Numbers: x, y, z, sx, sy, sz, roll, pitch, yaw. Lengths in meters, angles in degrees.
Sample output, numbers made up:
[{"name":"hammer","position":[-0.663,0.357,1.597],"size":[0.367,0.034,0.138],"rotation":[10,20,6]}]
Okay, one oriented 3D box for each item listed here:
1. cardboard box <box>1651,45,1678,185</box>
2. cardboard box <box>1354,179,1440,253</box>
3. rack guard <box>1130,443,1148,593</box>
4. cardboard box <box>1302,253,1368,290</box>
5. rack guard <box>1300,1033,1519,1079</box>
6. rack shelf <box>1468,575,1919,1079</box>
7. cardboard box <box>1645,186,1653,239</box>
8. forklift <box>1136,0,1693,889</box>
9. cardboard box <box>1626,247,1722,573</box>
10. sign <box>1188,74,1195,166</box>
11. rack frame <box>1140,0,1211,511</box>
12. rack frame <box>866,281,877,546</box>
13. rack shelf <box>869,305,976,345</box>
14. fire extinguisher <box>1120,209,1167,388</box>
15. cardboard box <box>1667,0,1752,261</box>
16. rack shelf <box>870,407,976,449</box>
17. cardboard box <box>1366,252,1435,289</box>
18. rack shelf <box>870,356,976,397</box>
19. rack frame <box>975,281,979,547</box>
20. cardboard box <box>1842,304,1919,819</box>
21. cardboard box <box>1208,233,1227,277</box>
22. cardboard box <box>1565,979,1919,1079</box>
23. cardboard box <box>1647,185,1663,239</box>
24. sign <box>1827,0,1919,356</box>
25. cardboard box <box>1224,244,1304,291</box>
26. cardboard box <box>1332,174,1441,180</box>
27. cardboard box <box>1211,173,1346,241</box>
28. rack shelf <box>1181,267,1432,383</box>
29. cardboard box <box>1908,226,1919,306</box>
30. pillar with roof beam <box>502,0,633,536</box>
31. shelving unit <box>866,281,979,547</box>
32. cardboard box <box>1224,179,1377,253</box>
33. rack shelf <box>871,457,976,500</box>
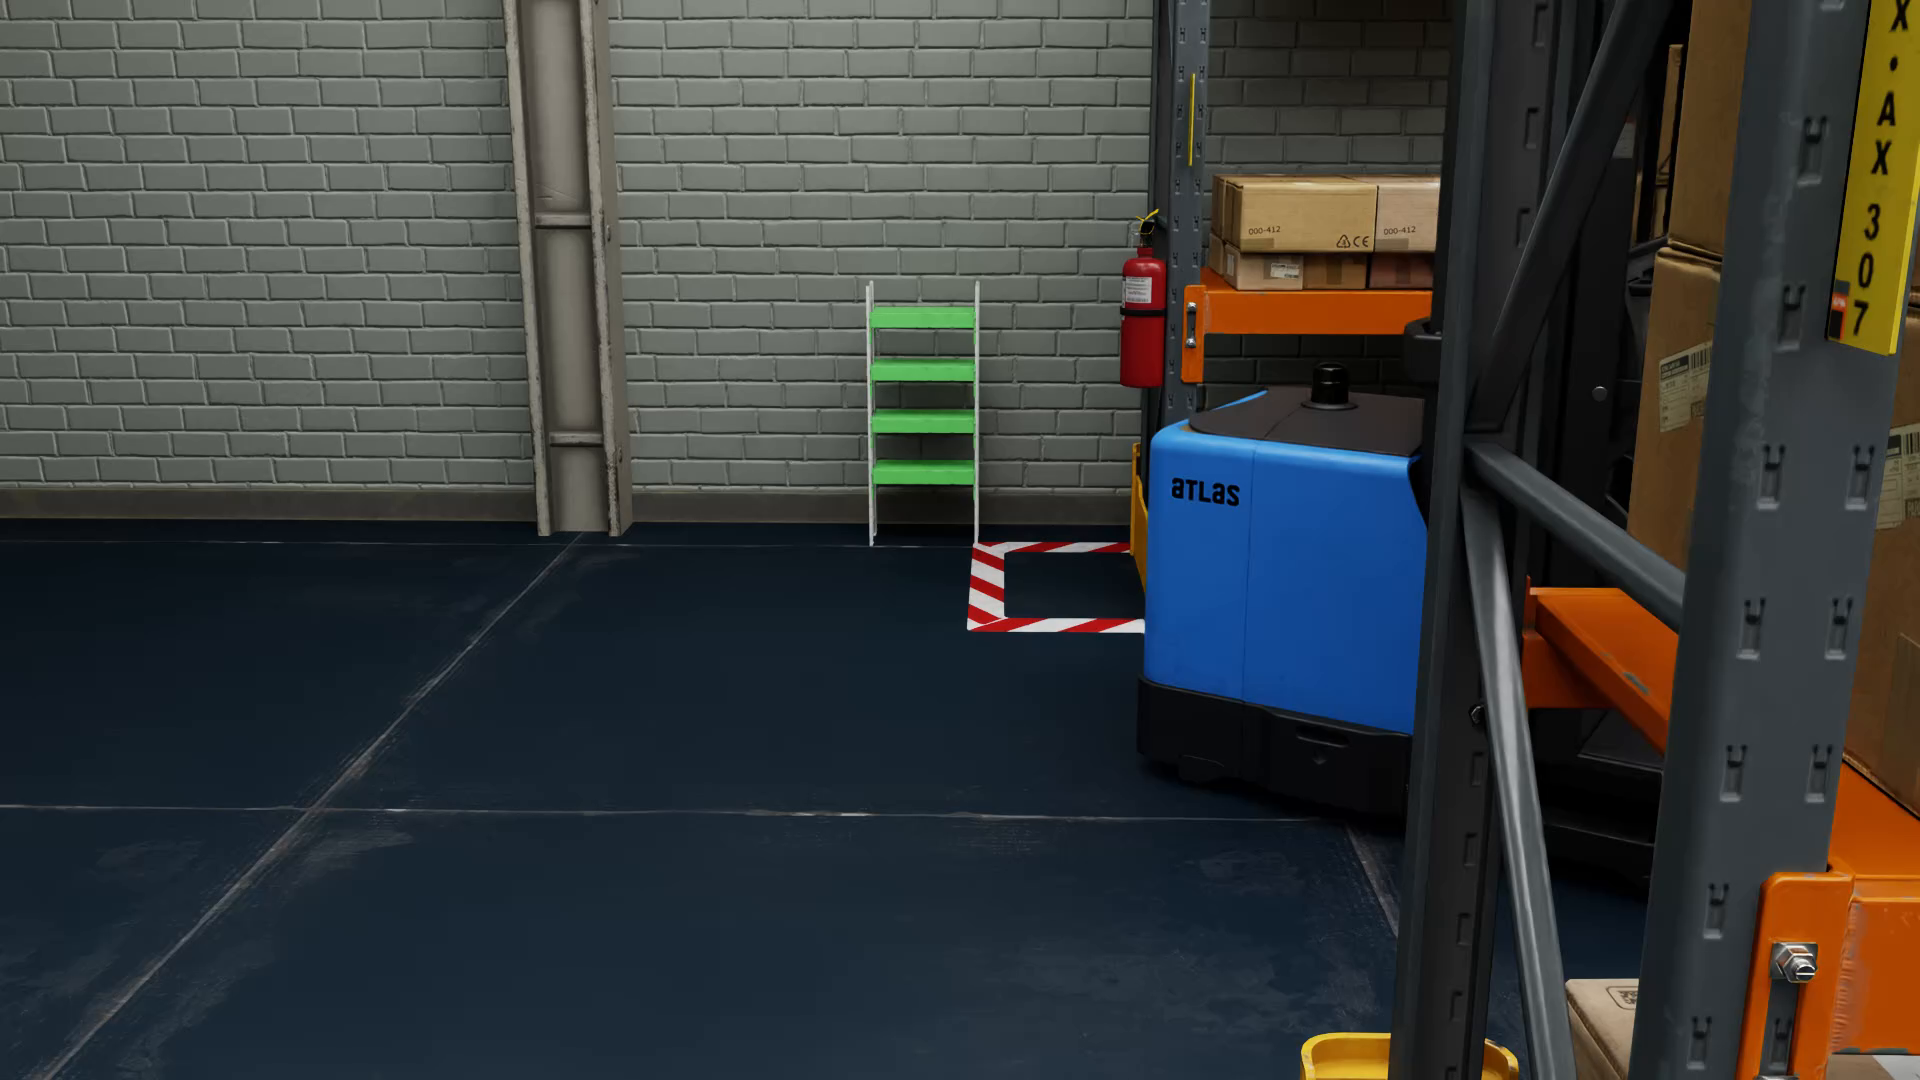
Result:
[{"name":"cardboard box","position":[2.809,-1.614,6.320],"size":[0.500,0.500,0.500],"rotation":[1,15,3]},{"name":"cardboard box","position":[1.813,-1.258,6.440],"size":[0.500,0.250,0.500],"rotation":[1,15,2]},{"name":"rack guard","position":[0.938,-0.053,7.059],"size":[0.348,0.500,1.175],"rotation":[0,15,1]},{"name":"cardboard box","position":[1.439,-1.078,6.540],"size":[0.250,0.149,0.380],"rotation":[1,15,3]},{"name":"rack guard","position":[0.715,1.213,2.264],"size":[0.348,0.500,1.175],"rotation":[0,15,1]},{"name":"rack shelf","position":[2.739,0.365,1.987],"size":[4.000,0.370,1.077],"rotation":[0,15,1]},{"name":"cardboard box","position":[2.320,-1.256,6.430],"size":[0.500,0.250,0.500],"rotation":[0,15,0]},{"name":"forklift","position":[2.061,-0.601,4.372],"size":[3.031,2.935,1.130],"rotation":[9,17,31]},{"name":"cardboard box","position":[1.228,-0.109,2.176],"size":[0.500,0.500,0.500],"rotation":[0,15,2]},{"name":"sign","position":[0.849,-1.542,6.107],"size":[0.005,0.325,0.100],"rotation":[0,15,1]},{"name":"rack frame","position":[0.862,-1.262,6.742],"size":[0.127,3.000,1.000],"rotation":[0,15,1]},{"name":"rack frame","position":[-0.410,-0.583,7.697],"size":[0.015,1.200,0.240],"rotation":[0,15,1]},{"name":"rack shelf","position":[-0.166,-0.984,7.585],"size":[0.480,0.148,0.258],"rotation":[0,15,1]},{"name":"fire extinguisher","position":[0.703,-0.927,6.357],"size":[0.183,0.674,0.296],"rotation":[0,15,1]},{"name":"cardboard box","position":[1.227,-0.585,2.022],"size":[0.500,0.500,0.500],"rotation":[1,15,3]},{"name":"rack shelf","position":[-0.166,-0.519,7.707],"size":[0.480,0.148,0.258],"rotation":[0,15,1]},{"name":"cardboard box","position":[1.703,-1.085,6.567],"size":[0.250,0.149,0.380],"rotation":[0,15,1]},{"name":"rack shelf","position":[-0.166,-0.752,7.646],"size":[0.480,0.148,0.258],"rotation":[0,15,1]},{"name":"rack frame","position":[0.078,-0.580,7.685],"size":[0.015,1.200,0.240],"rotation":[0,15,1]},{"name":"cardboard box","position":[1.212,0.032,1.642],"size":[0.500,0.500,0.500],"rotation":[0,15,1]},{"name":"cardboard box","position":[1.200,-1.207,7.026],"size":[0.250,0.149,0.380],"rotation":[0,15,1]},{"name":"cardboard box","position":[1.402,1.019,2.298],"size":[0.875,0.438,0.875],"rotation":[0,15,0]},{"name":"cardboard box","position":[2.832,-1.258,6.438],"size":[0.500,0.250,0.500],"rotation":[0,15,0]},{"name":"sign","position":[0.719,-0.311,1.288],"size":[0.005,0.325,0.100],"rotation":[0,15,1]},{"name":"cardboard box","position":[1.184,-1.068,6.501],"size":[0.250,0.149,0.380],"rotation":[0,15,1]},{"name":"cardboard box","position":[1.844,-1.394,6.955],"size":[0.500,0.250,0.500],"rotation":[0,15,2]},{"name":"cardboard box","position":[1.329,-1.398,6.969],"size":[0.500,0.250,0.500],"rotation":[1,15,3]},{"name":"rack shelf","position":[2.862,-0.901,6.785],"size":[4.000,0.370,1.077],"rotation":[0,15,1]},{"name":"cardboard box","position":[1.212,-0.452,1.517],"size":[0.500,0.500,0.500],"rotation":[0,15,0]},{"name":"pillar with roof beam","position":[-1.920,-3.312,2.754],"size":[0.400,9.000,9.100],"rotation":[0,15,1]},{"name":"shelving unit","position":[-0.166,-0.581,7.691],"size":[0.503,1.200,0.258],"rotation":[0,15,1]},{"name":"cardboard box","position":[1.309,-1.261,6.452],"size":[0.500,0.250,0.500],"rotation":[0,15,2]},{"name":"rack shelf","position":[-0.166,-0.287,7.769],"size":[0.480,0.148,0.258],"rotation":[0,15,1]}]
